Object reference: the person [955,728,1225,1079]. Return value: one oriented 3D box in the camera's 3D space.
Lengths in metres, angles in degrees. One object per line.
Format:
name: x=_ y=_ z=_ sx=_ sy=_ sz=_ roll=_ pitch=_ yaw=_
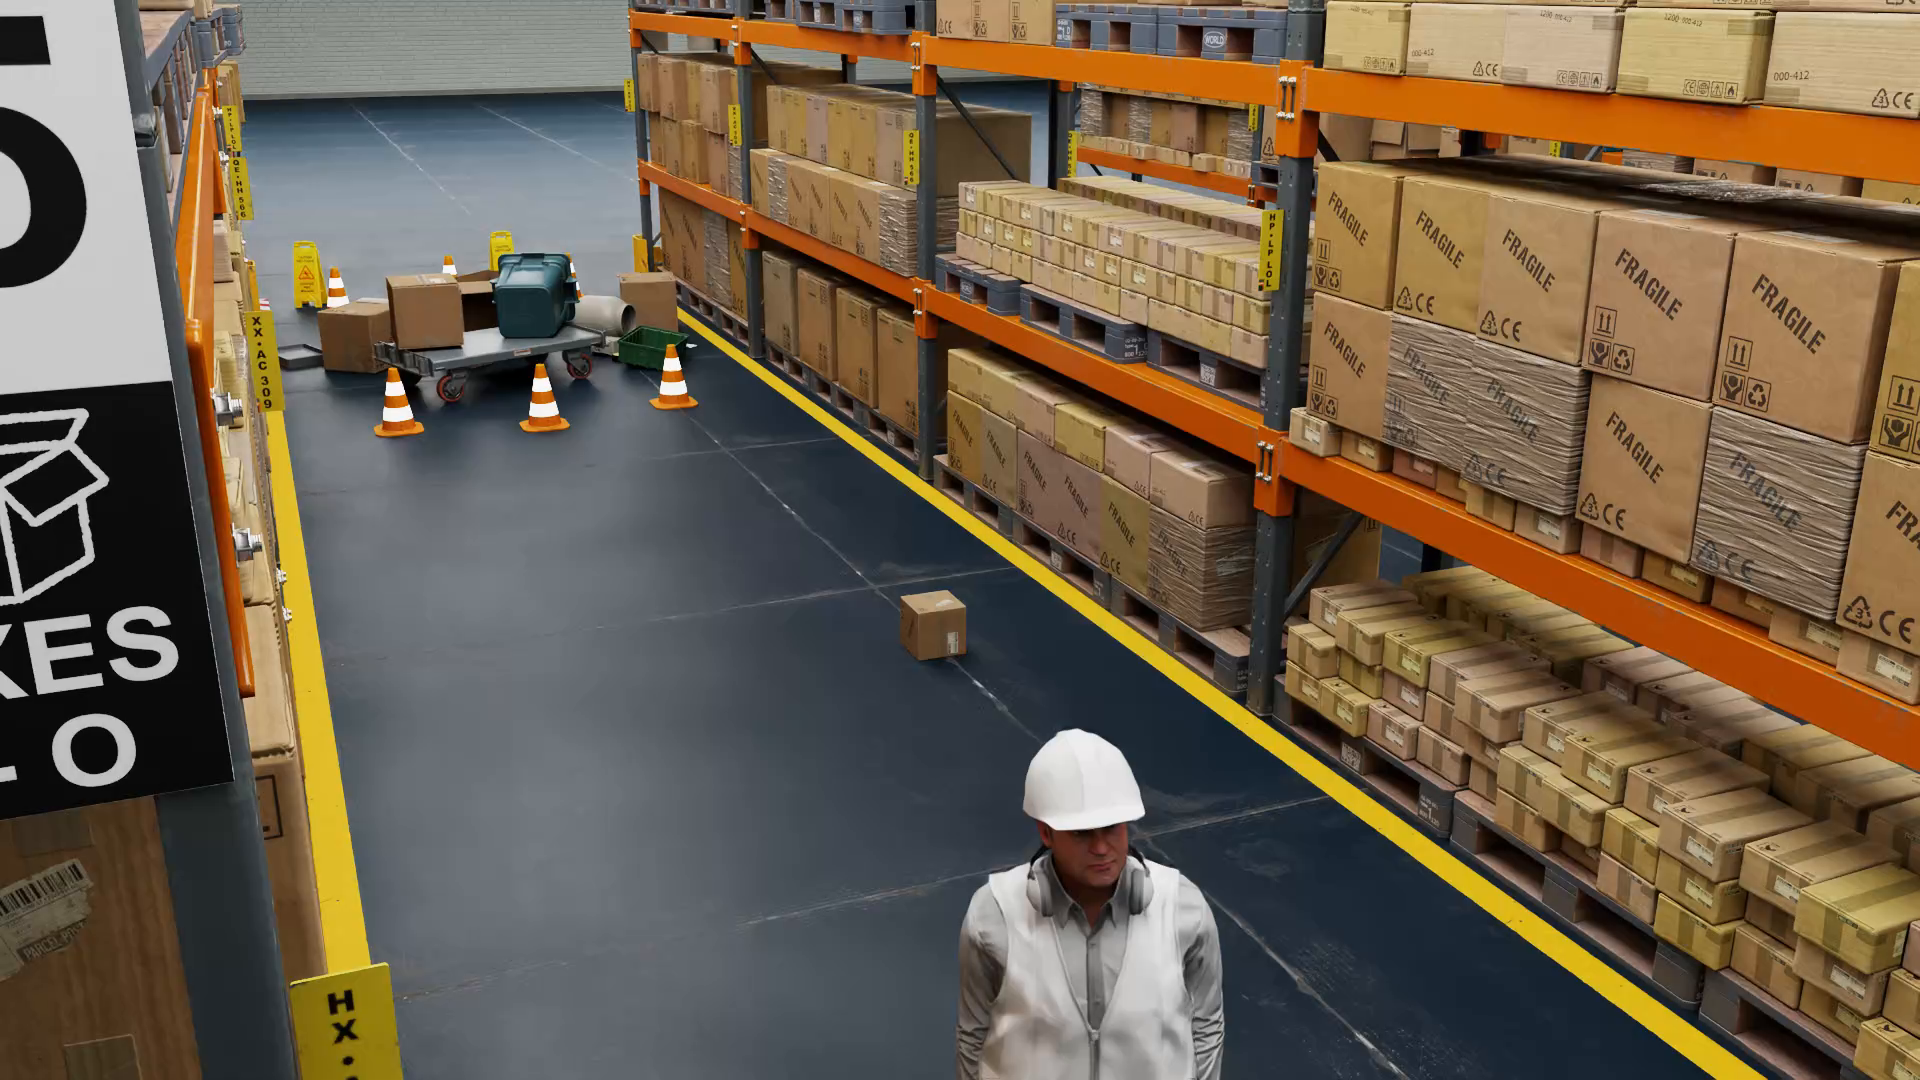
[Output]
person: x=0.262 y=1.203 z=3.417 sx=0.545 sy=1.759 sz=0.633 roll=0 pitch=19 yaw=-1
